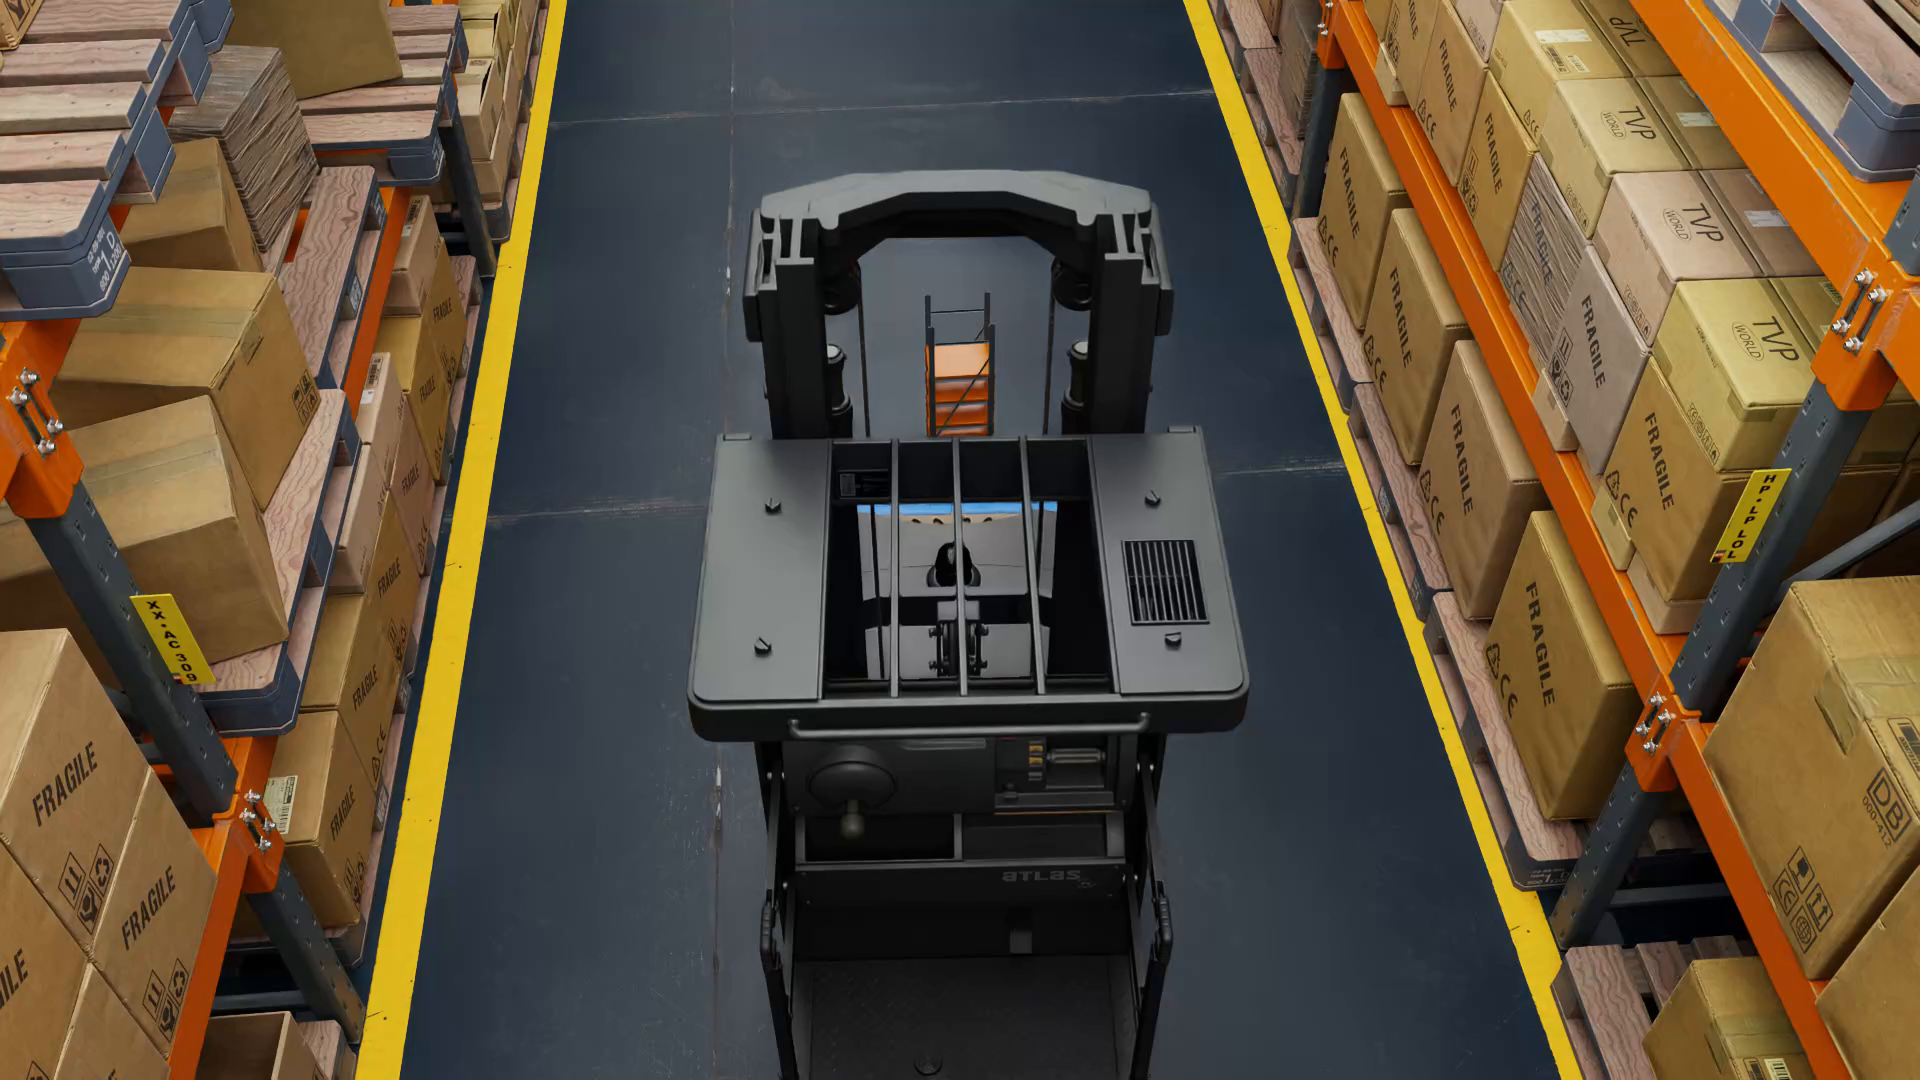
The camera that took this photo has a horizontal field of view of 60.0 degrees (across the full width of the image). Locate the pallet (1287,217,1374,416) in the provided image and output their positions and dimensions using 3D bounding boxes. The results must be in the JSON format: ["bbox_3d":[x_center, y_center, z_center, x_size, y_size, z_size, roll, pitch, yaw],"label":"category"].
[{"bbox_3d":[2.161,-1.086,7.769,1.003,0.211,1.213,-3,47,-3],"label":"pallet"}]

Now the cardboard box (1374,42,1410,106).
[{"bbox_3d":[1.917,-1.908,6.786,0.380,0.149,0.250,-2,47,-2],"label":"cardboard box"}]

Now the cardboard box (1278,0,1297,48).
[{"bbox_3d":[2.130,-2.809,8.899,0.700,0.500,0.500,-4,47,-3],"label":"cardboard box"}]

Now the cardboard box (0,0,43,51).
[{"bbox_3d":[-2.479,-1.517,3.765,0.600,0.600,0.600,-4,47,-4],"label":"cardboard box"}]

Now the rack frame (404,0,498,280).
[{"bbox_3d":[-2.766,-2.316,7.014,1.000,3.000,0.127,-3,47,-3],"label":"rack frame"}]

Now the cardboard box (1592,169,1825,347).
[{"bbox_3d":[2.177,-0.820,4.793,0.500,0.250,0.500,-3,47,-2],"label":"cardboard box"}]

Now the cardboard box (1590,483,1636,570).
[{"bbox_3d":[2.150,-0.055,5.031,0.380,0.149,0.250,-3,47,-3],"label":"cardboard box"}]

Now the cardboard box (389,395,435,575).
[{"bbox_3d":[-2.361,-0.191,6.420,0.500,0.500,0.500,-5,47,-5],"label":"cardboard box"}]

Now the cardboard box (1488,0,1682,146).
[{"bbox_3d":[2.091,-1.558,5.492,0.500,0.250,0.500,-4,47,-4],"label":"cardboard box"}]

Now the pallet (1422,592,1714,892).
[{"bbox_3d":[2.365,0.680,6.097,1.003,0.211,1.213,-3,47,-3],"label":"pallet"}]

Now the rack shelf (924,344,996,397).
[{"bbox_3d":[-0.001,-0.640,6.232,0.258,0.103,0.180,-3,47,-3],"label":"rack shelf"}]

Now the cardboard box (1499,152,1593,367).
[{"bbox_3d":[2.129,-0.920,5.405,0.500,0.500,0.500,-3,47,-3],"label":"cardboard box"}]

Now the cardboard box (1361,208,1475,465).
[{"bbox_3d":[2.168,-0.851,6.817,0.750,0.750,0.750,-4,47,-3],"label":"cardboard box"}]

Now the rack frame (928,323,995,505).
[{"bbox_3d":[0.006,-0.357,6.398,0.240,1.200,0.006,-3,47,-3],"label":"rack frame"}]

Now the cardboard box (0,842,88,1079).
[{"bbox_3d":[-2.085,0.921,3.191,0.500,0.500,0.500,-4,47,-4],"label":"cardboard box"}]

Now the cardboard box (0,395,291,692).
[{"bbox_3d":[-2.248,0.043,4.422,0.700,0.500,0.500,-18,49,-16],"label":"cardboard box"}]

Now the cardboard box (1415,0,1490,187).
[{"bbox_3d":[2.030,-1.658,6.103,0.500,0.500,0.500,-4,47,-3],"label":"cardboard box"}]

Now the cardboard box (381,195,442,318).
[{"bbox_3d":[-2.445,-1.163,6.824,0.500,0.250,0.500,-2,47,-2],"label":"cardboard box"}]

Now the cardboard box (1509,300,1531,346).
[{"bbox_3d":[2.132,-0.795,5.733,0.380,0.149,0.250,-5,47,-4],"label":"cardboard box"}]

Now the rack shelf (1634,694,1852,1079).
[{"bbox_3d":[2.672,1.969,3.451,1.077,0.370,4.000,-3,47,-3],"label":"rack shelf"}]

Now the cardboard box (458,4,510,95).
[{"bbox_3d":[-2.570,-2.484,8.391,0.500,0.311,0.500,-5,47,-4],"label":"cardboard box"}]

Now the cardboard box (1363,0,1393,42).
[{"bbox_3d":[1.955,-2.396,6.802,0.500,0.500,0.500,-2,47,-2],"label":"cardboard box"}]

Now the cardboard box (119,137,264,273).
[{"bbox_3d":[-2.641,-0.875,5.291,0.700,0.500,0.500,-14,48,-13],"label":"cardboard box"}]

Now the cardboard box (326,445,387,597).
[{"bbox_3d":[-2.313,-0.060,5.779,0.500,0.250,0.500,-3,47,-3],"label":"cardboard box"}]

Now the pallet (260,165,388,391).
[{"bbox_3d":[-2.599,-0.843,5.751,1.003,0.211,1.213,-3,47,-3],"label":"pallet"}]

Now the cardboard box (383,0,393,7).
[{"bbox_3d":[-2.753,-2.551,7.298,0.500,0.311,0.500,-1,47,-1],"label":"cardboard box"}]

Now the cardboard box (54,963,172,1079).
[{"bbox_3d":[-2.089,1.263,3.556,0.500,0.500,0.500,-2,47,-2],"label":"cardboard box"}]

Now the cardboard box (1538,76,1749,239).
[{"bbox_3d":[2.135,-1.189,5.143,0.500,0.250,0.500,-3,47,-3],"label":"cardboard box"}]

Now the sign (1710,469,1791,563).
[{"bbox_3d":[1.965,-0.056,4.131,0.100,0.325,0.005,-3,47,-3],"label":"sign"}]

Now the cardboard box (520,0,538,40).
[{"bbox_3d":[-2.652,-3.022,9.287,0.500,0.250,0.500,-3,47,-2],"label":"cardboard box"}]

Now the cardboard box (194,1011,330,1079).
[{"bbox_3d":[-2.101,1.681,4.647,0.500,0.500,0.500,-3,47,-3],"label":"cardboard box"}]

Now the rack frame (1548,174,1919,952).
[{"bbox_3d":[2.505,0.274,4.561,1.000,3.000,0.127,-3,47,-3],"label":"rack frame"}]

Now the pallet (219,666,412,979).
[{"bbox_3d":[-2.537,0.951,5.841,1.003,0.211,1.213,-3,47,-3],"label":"pallet"}]

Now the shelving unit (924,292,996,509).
[{"bbox_3d":[-0.001,-0.423,6.461,0.258,1.200,0.189,-3,47,-3],"label":"shelving unit"}]

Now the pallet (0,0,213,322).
[{"bbox_3d":[-2.416,-0.865,3.703,1.213,0.211,1.003,-3,47,-3],"label":"pallet"}]

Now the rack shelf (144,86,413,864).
[{"bbox_3d":[-2.599,-0.621,5.905,1.077,0.370,4.000,-3,47,-3],"label":"rack shelf"}]

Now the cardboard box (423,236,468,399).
[{"bbox_3d":[-2.454,-0.945,7.134,0.500,0.500,0.500,-2,47,-2],"label":"cardboard box"}]

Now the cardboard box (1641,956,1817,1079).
[{"bbox_3d":[2.465,1.537,4.797,0.700,0.500,0.500,-3,47,-3],"label":"cardboard box"}]

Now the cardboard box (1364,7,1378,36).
[{"bbox_3d":[1.967,-2.288,7.147,0.380,0.149,0.250,-4,47,-4],"label":"cardboard box"}]

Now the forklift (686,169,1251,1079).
[{"bbox_3d":[0.008,0.682,4.222,1.130,2.935,3.031,-1,47,-1],"label":"forklift"}]

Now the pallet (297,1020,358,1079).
[{"bbox_3d":[-2.375,2.034,4.815,1.003,0.211,1.213,-3,47,-3],"label":"pallet"}]

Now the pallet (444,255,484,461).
[{"bbox_3d":[-2.741,-0.814,7.512,1.003,0.211,1.213,-3,47,-3],"label":"pallet"}]

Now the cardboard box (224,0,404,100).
[{"bbox_3d":[-2.601,-2.046,6.400,0.700,0.500,0.500,-18,49,-16],"label":"cardboard box"}]

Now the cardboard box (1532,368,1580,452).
[{"bbox_3d":[2.092,-0.432,5.389,0.380,0.149,0.250,-3,47,-3],"label":"cardboard box"}]

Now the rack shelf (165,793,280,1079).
[{"bbox_3d":[-2.264,2.273,3.164,1.077,0.370,4.000,-3,47,-3],"label":"rack shelf"}]

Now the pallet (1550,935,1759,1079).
[{"bbox_3d":[2.490,1.788,5.048,1.003,0.211,1.213,-3,47,-3],"label":"pallet"}]

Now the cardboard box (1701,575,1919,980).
[{"bbox_3d":[2.534,0.565,4.079,0.980,0.700,0.700,-3,47,-3],"label":"cardboard box"}]

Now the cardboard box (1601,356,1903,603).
[{"bbox_3d":[2.215,-0.188,4.711,0.500,0.500,0.500,-4,47,-4],"label":"cardboard box"}]

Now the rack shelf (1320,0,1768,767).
[{"bbox_3d":[2.337,-0.925,6.192,1.077,0.370,4.000,-3,47,-3],"label":"rack shelf"}]

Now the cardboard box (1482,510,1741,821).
[{"bbox_3d":[2.321,0.407,5.627,0.750,0.750,0.750,-3,47,-3],"label":"cardboard box"}]

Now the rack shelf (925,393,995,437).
[{"bbox_3d":[-0.001,-0.475,6.406,0.258,0.103,0.180,-3,47,-3],"label":"rack shelf"}]

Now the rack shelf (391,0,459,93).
[{"bbox_3d":[-2.934,-3.515,8.645,1.077,0.370,4.000,-3,47,-3],"label":"rack shelf"}]

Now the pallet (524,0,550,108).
[{"bbox_3d":[-2.895,-2.836,9.427,1.003,0.211,1.213,-3,47,-3],"label":"pallet"}]

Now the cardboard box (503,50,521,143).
[{"bbox_3d":[-2.560,-2.275,8.580,0.500,0.250,0.500,-5,47,-4],"label":"cardboard box"}]

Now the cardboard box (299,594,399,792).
[{"bbox_3d":[-2.285,0.536,5.731,0.500,0.500,0.500,-3,47,-3],"label":"cardboard box"}]
